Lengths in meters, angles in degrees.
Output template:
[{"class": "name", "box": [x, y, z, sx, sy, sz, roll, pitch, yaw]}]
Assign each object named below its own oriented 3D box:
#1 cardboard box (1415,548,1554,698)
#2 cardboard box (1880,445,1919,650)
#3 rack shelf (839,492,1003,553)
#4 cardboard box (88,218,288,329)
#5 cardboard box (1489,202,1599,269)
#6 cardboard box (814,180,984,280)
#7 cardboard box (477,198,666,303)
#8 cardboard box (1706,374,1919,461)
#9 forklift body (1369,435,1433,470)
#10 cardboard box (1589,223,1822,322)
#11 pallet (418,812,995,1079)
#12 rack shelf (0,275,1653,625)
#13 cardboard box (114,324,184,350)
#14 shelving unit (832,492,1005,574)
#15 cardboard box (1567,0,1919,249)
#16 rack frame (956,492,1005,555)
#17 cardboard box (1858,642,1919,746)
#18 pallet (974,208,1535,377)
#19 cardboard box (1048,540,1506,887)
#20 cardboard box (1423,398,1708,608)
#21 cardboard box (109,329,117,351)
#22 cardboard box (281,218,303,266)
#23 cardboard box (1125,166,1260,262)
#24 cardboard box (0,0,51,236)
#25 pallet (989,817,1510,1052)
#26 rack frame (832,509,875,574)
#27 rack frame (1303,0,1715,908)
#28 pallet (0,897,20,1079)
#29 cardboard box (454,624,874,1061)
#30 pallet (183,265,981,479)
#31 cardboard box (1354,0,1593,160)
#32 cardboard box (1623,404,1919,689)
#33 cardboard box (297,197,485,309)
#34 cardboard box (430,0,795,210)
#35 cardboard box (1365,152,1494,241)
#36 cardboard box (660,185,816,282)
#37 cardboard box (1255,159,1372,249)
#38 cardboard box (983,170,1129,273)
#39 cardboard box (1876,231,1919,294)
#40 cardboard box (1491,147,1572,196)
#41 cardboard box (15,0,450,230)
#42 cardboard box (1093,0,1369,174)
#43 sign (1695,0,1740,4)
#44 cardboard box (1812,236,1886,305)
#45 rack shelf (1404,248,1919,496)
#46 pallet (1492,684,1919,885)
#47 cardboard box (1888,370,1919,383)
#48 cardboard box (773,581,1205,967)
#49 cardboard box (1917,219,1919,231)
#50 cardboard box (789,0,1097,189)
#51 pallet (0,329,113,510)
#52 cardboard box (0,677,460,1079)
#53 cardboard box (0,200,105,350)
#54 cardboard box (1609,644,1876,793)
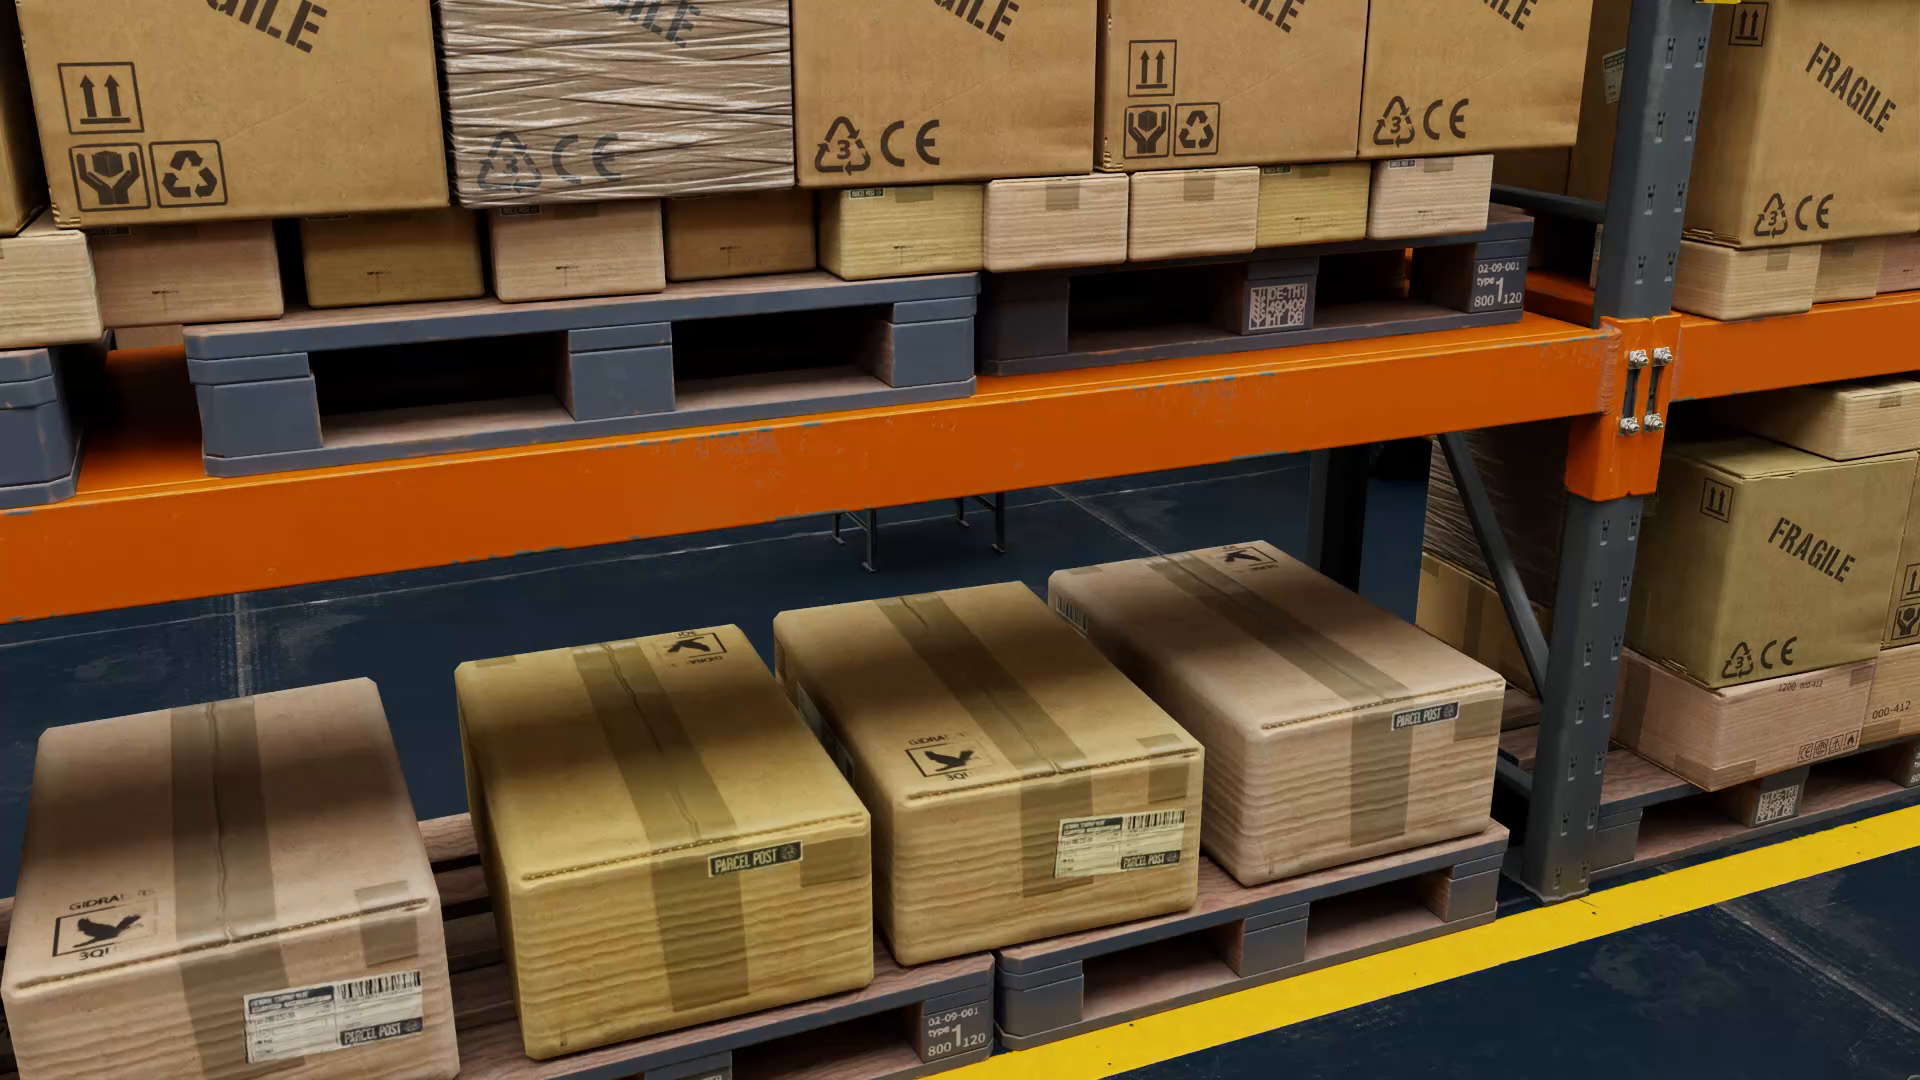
[{"class": "cardboard box", "box": [1.597, 0.182, 4.498, 0.500, 0.250, 0.500, -7, 21, -19]}, {"class": "cardboard box", "box": [2.296, -0.082, 4.116, 0.500, 0.500, 0.500, -7, 21, -20]}, {"class": "rack shelf", "box": [-0.152, -0.295, 5.848, 0.480, 0.518, 0.431, -8, 21, -22]}, {"class": "cardboard box", "box": [-1.147, -0.431, 2.476, 0.250, 0.149, 0.380, -7, 21, -19]}, {"class": "cardboard box", "box": [1.335, -0.774, 4.083, 0.250, 0.149, 0.380, -8, 21, -22]}, {"class": "cardboard box", "box": [-0.145, -0.555, 2.829, 0.250, 0.149, 0.380, -8, 21, -22]}, {"class": "cardboard box", "box": [-0.637, -0.495, 2.657, 0.250, 0.149, 0.380, -7, 21, -20]}, {"class": "cardboard box", "box": [1.948, -0.312, 3.793, 0.250, 0.149, 0.380, -8, 21, -21]}, {"class": "forklift body", "box": [1.845, -1.591, 7.302, 1.214, 2.155, 2.313, -8, 21, -22]}, {"class": "cardboard box", "box": [1.577, -0.583, 3.539, 0.250, 0.149, 0.380, -8, 21, -22]}, {"class": "pallet", "box": [-0.676, 0.822, 3.369, 1.213, 0.211, 1.003, -8, 21, -22]}, {"class": "rack shelf", "box": [-0.676, -0.155, 3.029, 4.000, 0.370, 1.077, -8, 21, -22]}, {"class": "cardboard box", "box": [-3.307, -0.989, 7.257, 0.625, 0.625, 0.875, -7, 21, -20]}, {"class": "shelving unit", "box": [-0.152, -0.969, 5.611, 0.503, 2.100, 0.431, -8, 21, -22]}, {"class": "cardboard box", "box": [1.675, -0.918, 3.514, 0.500, 0.500, 0.500, -8, 21, -22]}, {"class": "rack frame", "box": [0.072, -1.001, 5.703, 0.015, 2.100, 0.400, -8, 21, -22]}, {"class": "cardboard box", "box": [2.295, 0.272, 4.240, 0.500, 0.250, 0.500, -7, 21, -19]}, {"class": "pallet", "box": [0.401, -0.611, 3.529, 1.213, 0.211, 1.003, -8, 21, -22]}, {"class": "cardboard box", "box": [0.680, 0.354, 3.826, 0.625, 0.372, 0.950, -8, 21, -21]}, {"class": "cardboard box", "box": [1.598, -0.172, 4.373, 0.500, 0.500, 0.500, -8, 21, -23]}, {"class": "cardboard box", "box": [-3.904, -0.900, 7.006, 0.625, 0.625, 0.875, -7, 21, -20]}, {"class": "cardboard box", "box": [-1.111, -0.596, 2.943, 0.250, 0.149, 0.380, -8, 21, -22]}, {"class": "cardboard box", "box": [0.326, -0.611, 2.987, 0.250, 0.149, 0.380, -9, 21, -23]}, {"class": "cardboard box", "box": [-1.532, -0.676, 2.195, 0.500, 0.500, 0.500, -7, 21, -19]}, {"class": "pallet", "box": [0.446, 0.661, 3.828, 1.213, 0.211, 1.003, -8, 21, -22]}, {"class": "rack frame", "box": [-0.376, -0.937, 5.520, 0.015, 2.100, 0.400, -8, 21, -22]}, {"class": "rack frame", "box": [1.161, -0.758, 3.657, 0.127, 3.000, 1.000, -8, 21, -22]}, {"class": "pallet", "box": [-1.794, 0.982, 2.916, 1.213, 0.211, 1.003, -8, 21, -22]}, {"class": "cardboard box", "box": [-0.617, 0.541, 3.293, 0.625, 0.372, 0.950, -7, 21, -20]}, {"class": "pallet", "box": [-0.711, -0.414, 2.969, 1.213, 0.211, 1.003, -8, 21, -22]}, {"class": "cardboard box", "box": [0.827, -1.012, 3.150, 0.500, 0.500, 0.500, -9, 21, -23]}, {"class": "cardboard box", "box": [1.809, -0.008, 3.906, 0.500, 0.500, 0.500, -7, 21, -19]}, {"class": "cardboard box", "box": [-0.903, -0.480, 2.616, 0.250, 0.149, 0.380, -7, 21, -20]}, {"class": "cardboard box", "box": [-0.584, -0.812, 2.580, 0.500, 0.500, 0.500, -9, 21, -24]}, {"class": "cardboard box", "box": [0.798, -0.685, 3.198, 0.250, 0.149, 0.380, -8, 21, -21]}, {"class": "cardboard box", "box": [-0.428, -0.552, 2.820, 0.250, 0.149, 0.380, -9, 21, -24]}, {"class": "cardboard box", "box": [0.548, -0.656, 3.114, 0.250, 0.149, 0.380, -9, 21, -24]}, {"class": "cardboard box", "box": [0.093, -0.577, 2.889, 0.250, 0.149, 0.380, -8, 21, -21]}, {"class": "cardboard box", "box": [2.020, -0.676, 3.804, 0.250, 0.149, 0.380, -8, 21, -22]}, {"class": "cardboard box", "box": [1.470, -1.079, 3.972, 0.500, 0.500, 0.500, -9, 21, -23]}, {"class": "cardboard box", "box": [-1.047, -0.748, 2.400, 0.500, 0.500, 0.500, -8, 21, -21]}, {"class": "cardboard box", "box": [0.373, -0.947, 2.964, 0.500, 0.500, 0.500, -8, 21, -22]}, {"class": "sign", "box": [1.384, -1.135, 2.985, 0.005, 0.325, 0.100, -8, 21, -22]}, {"class": "cardboard box", "box": [1.788, -0.632, 3.678, 0.250, 0.149, 0.380, -8, 21, -20]}, {"class": "rack shelf", "box": [2.997, -0.681, 4.524, 4.000, 0.370, 1.077, -8, 21, -22]}, {"class": "pallet", "box": [1.763, 0.459, 4.402, 1.213, 0.211, 1.003, -8, 21, -22]}, {"class": "cardboard box", "box": [2.419, -0.380, 3.987, 0.250, 0.149, 0.380, -7, 21, -20]}, {"class": "cardboard box", "box": [0.021, 0.449, 3.554, 0.625, 0.372, 0.950, -7, 21, -19]}, {"class": "cardboard box", "box": [2.127, -0.991, 3.722, 0.500, 0.500, 0.500, -8, 21, -22]}, {"class": "cardboard box", "box": [-0.104, -0.881, 2.776, 0.500, 0.500, 0.500, -7, 21, -20]}, {"class": "pallet", "box": [-1.900, -0.267, 2.553, 1.003, 0.211, 1.213, -8, 21, -22]}, {"class": "cardboard box", "box": [-1.315, 0.639, 3.014, 0.625, 0.372, 0.950, -9, 21, -23]}, {"class": "cardboard box", "box": [-1.337, -0.376, 2.319, 0.250, 0.149, 0.380, -8, 21, -22]}, {"class": "cardboard box", "box": [1.809, 0.346, 4.031, 0.500, 0.250, 0.500, -9, 21, -24]}]
